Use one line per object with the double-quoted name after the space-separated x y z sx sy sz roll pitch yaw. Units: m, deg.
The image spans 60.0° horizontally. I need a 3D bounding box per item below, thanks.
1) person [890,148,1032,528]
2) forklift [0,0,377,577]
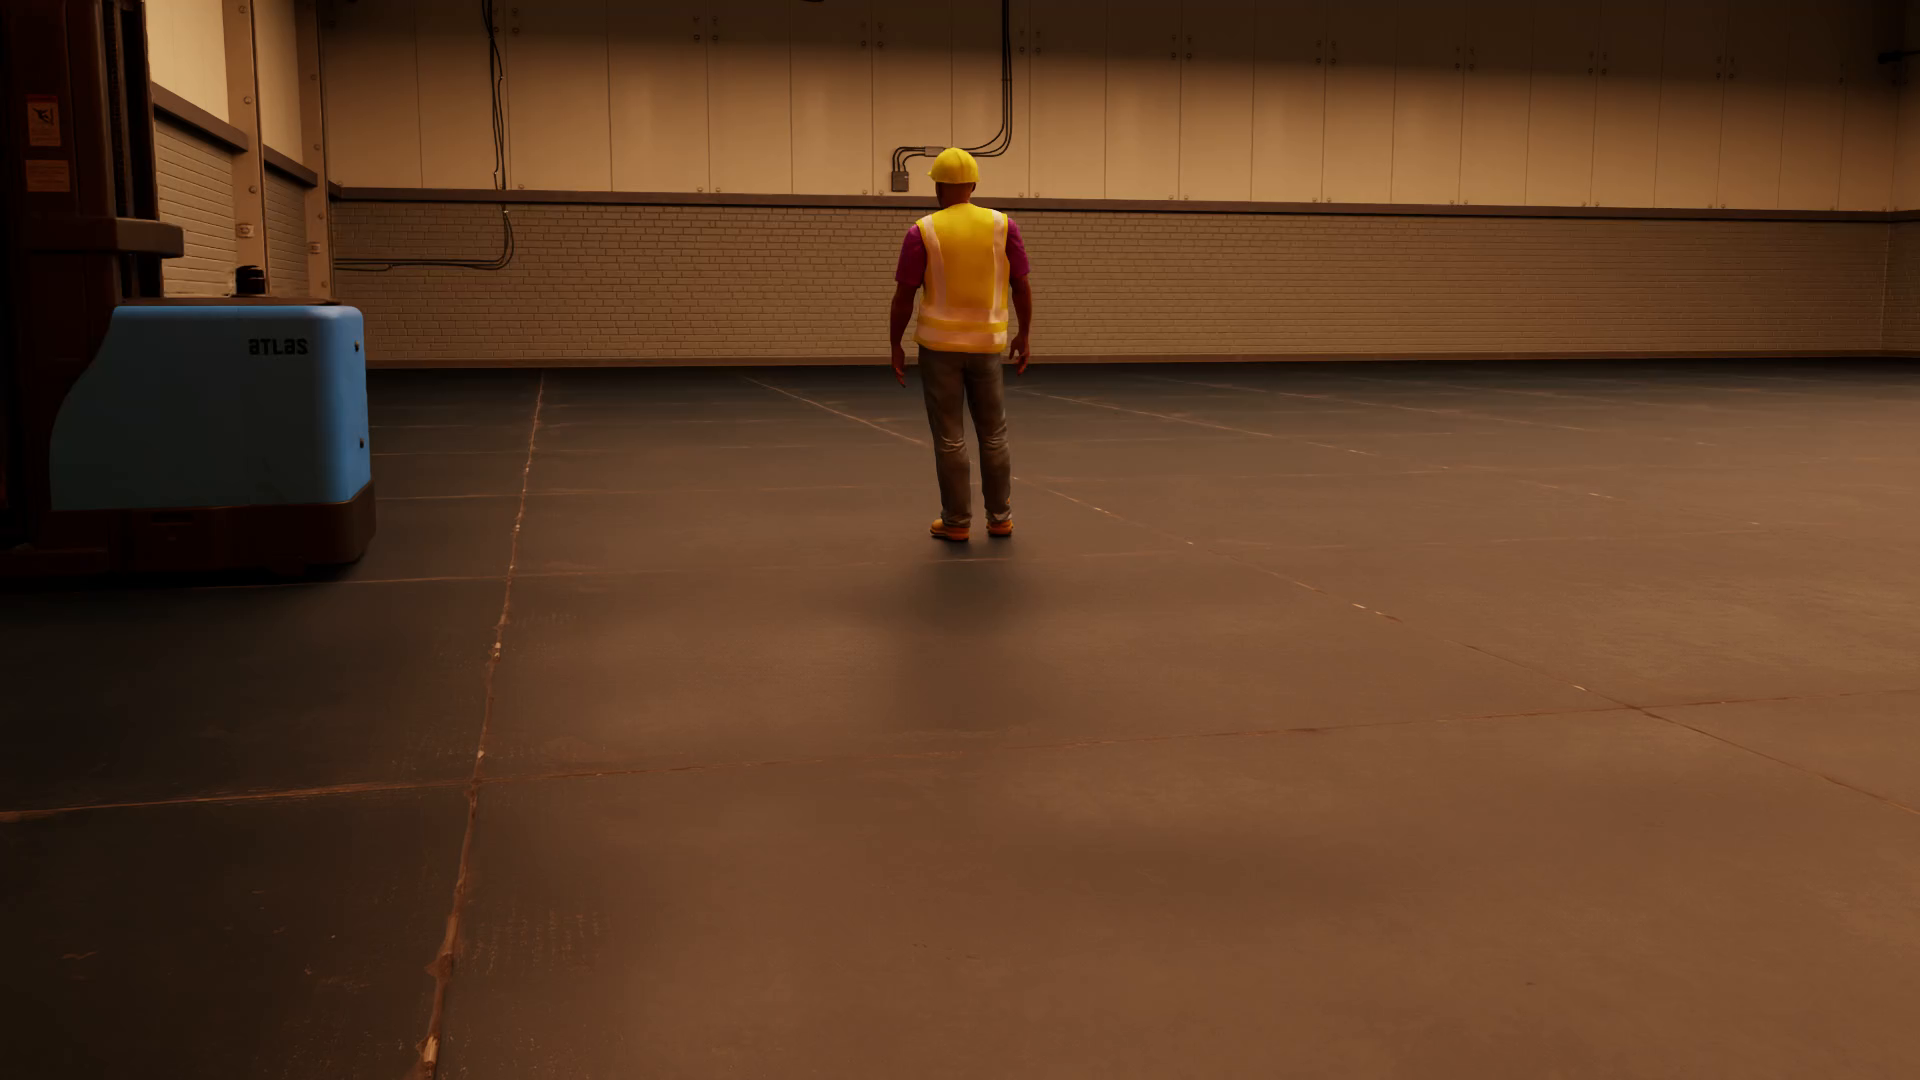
0.007 -0.910 7.573 0.666 1.709 0.418 -2 8 -13 "person"
-3.978 -1.308 6.476 3.031 2.935 1.130 -2 8 -14 "forklift"
